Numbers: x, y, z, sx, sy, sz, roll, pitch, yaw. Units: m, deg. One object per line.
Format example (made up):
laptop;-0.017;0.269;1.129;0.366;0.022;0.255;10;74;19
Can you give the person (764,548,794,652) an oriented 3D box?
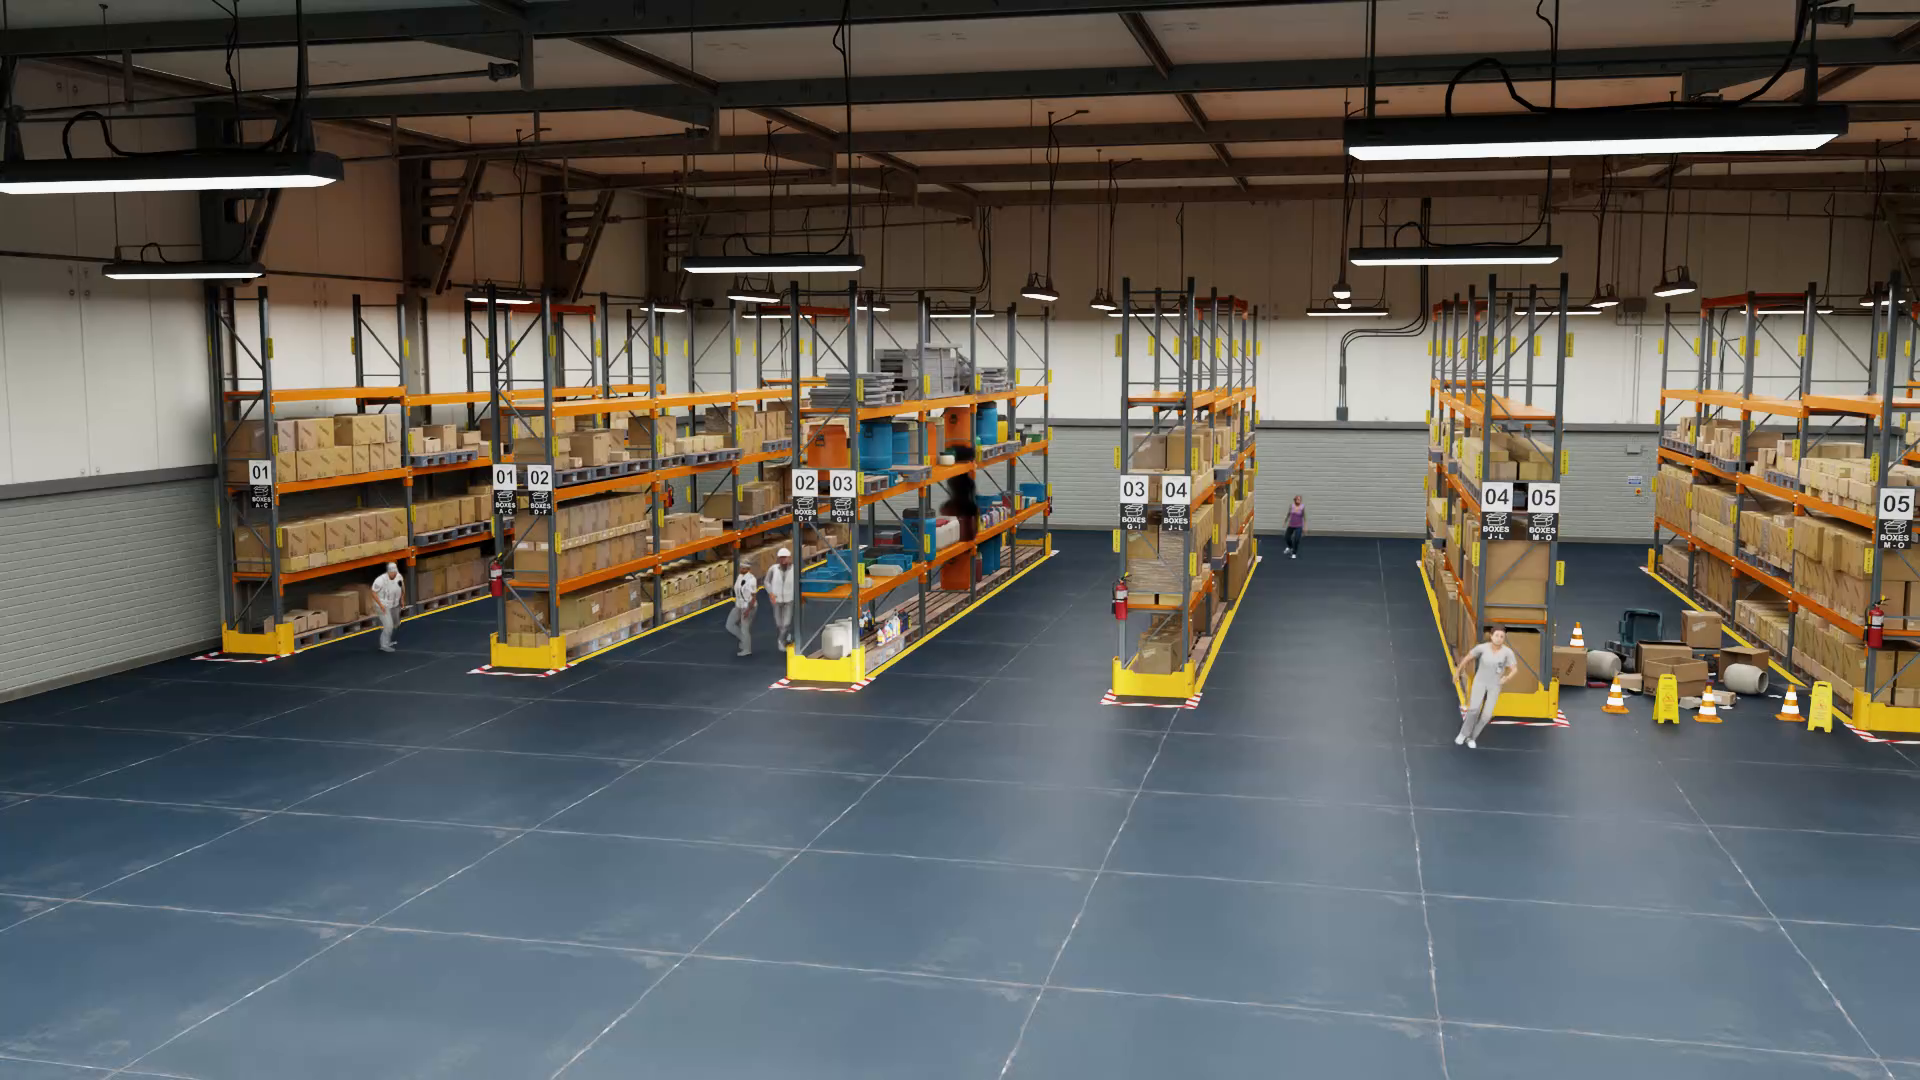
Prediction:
person;-2.934;0.978;27.736;0.652;1.727;0.608;0;7;-1

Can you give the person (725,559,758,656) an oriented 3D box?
person;-3.511;1.090;27.046;0.485;1.621;0.681;-7;9;-45

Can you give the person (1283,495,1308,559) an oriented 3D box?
person;8.030;-0.332;39.796;0.606;1.543;0.595;2;7;18

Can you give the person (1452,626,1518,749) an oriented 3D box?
person;6.596;1.858;20.828;0.736;1.596;0.610;1;7;5

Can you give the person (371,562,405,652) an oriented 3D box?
person;-9.502;1.092;27.648;0.868;1.526;0.674;4;8;29
